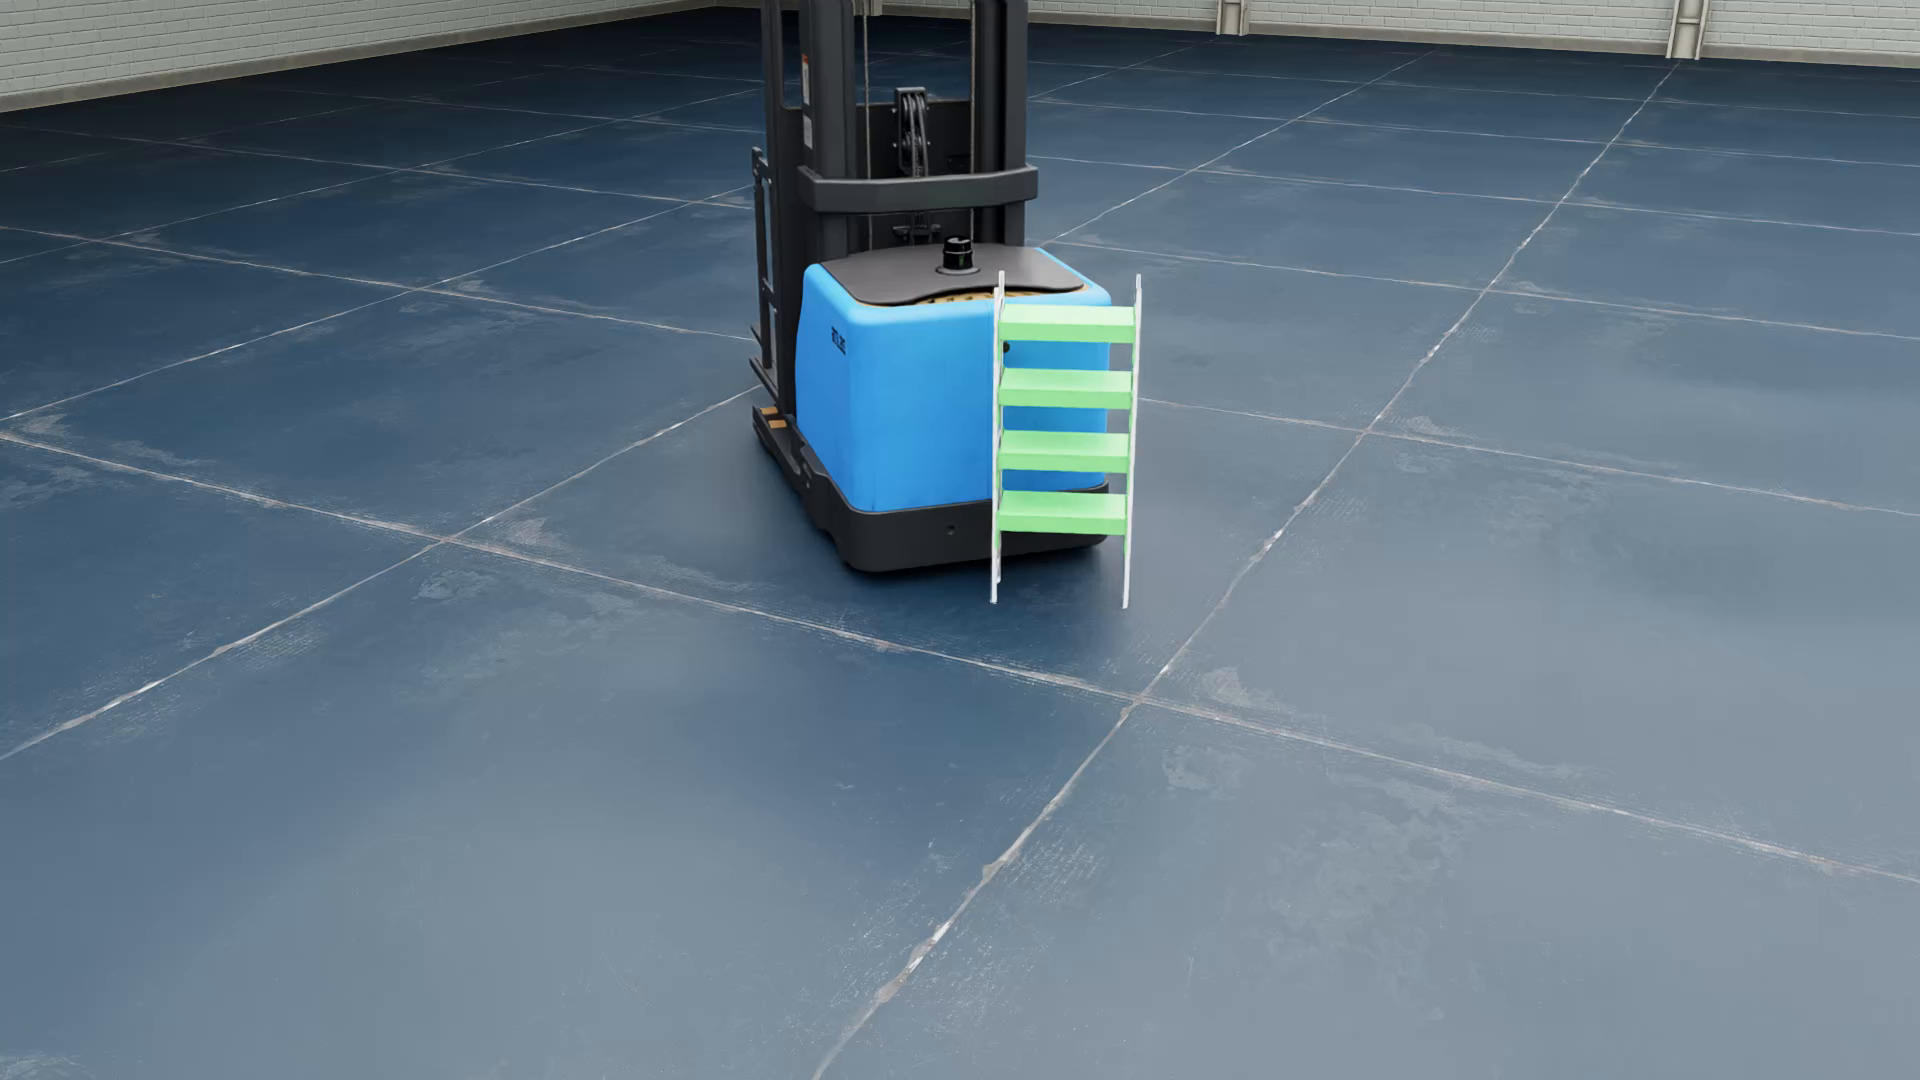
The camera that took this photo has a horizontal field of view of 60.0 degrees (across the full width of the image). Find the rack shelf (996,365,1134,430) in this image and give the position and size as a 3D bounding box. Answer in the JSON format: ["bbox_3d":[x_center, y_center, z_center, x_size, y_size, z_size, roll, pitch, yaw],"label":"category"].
[{"bbox_3d":[0.380,-0.515,5.977,0.480,0.148,0.258,2,23,5],"label":"rack shelf"}]

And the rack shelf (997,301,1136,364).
[{"bbox_3d":[0.380,-0.735,5.883,0.480,0.148,0.258,2,23,5],"label":"rack shelf"}]

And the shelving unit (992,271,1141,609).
[{"bbox_3d":[0.380,-0.353,6.046,0.503,1.200,0.258,2,23,5],"label":"shelving unit"}]

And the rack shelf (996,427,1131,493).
[{"bbox_3d":[0.380,-0.294,6.071,0.480,0.148,0.258,2,23,5],"label":"rack shelf"}]

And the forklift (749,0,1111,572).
[{"bbox_3d":[-0.342,-1.777,7.184,1.130,2.935,3.031,-7,24,-16],"label":"forklift"}]

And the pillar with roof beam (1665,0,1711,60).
[{"bbox_3d":[7.303,-8.807,15.960,0.400,9.000,9.100,11,25,25],"label":"pillar with roof beam"}]

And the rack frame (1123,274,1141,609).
[{"bbox_3d":[0.623,-0.343,6.024,0.015,1.200,0.240,2,23,5],"label":"rack frame"}]

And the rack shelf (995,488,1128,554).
[{"bbox_3d":[0.380,-0.073,6.165,0.480,0.148,0.258,2,23,5],"label":"rack shelf"}]

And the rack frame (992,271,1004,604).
[{"bbox_3d":[0.137,-0.362,6.068,0.015,1.200,0.240,2,23,5],"label":"rack frame"}]

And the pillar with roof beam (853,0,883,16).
[{"bbox_3d":[-3.406,-10.926,20.942,0.400,9.000,9.100,11,25,25],"label":"pillar with roof beam"}]

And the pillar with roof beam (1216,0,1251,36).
[{"bbox_3d":[1.949,-9.866,18.451,0.400,9.000,9.100,11,25,25],"label":"pillar with roof beam"}]
